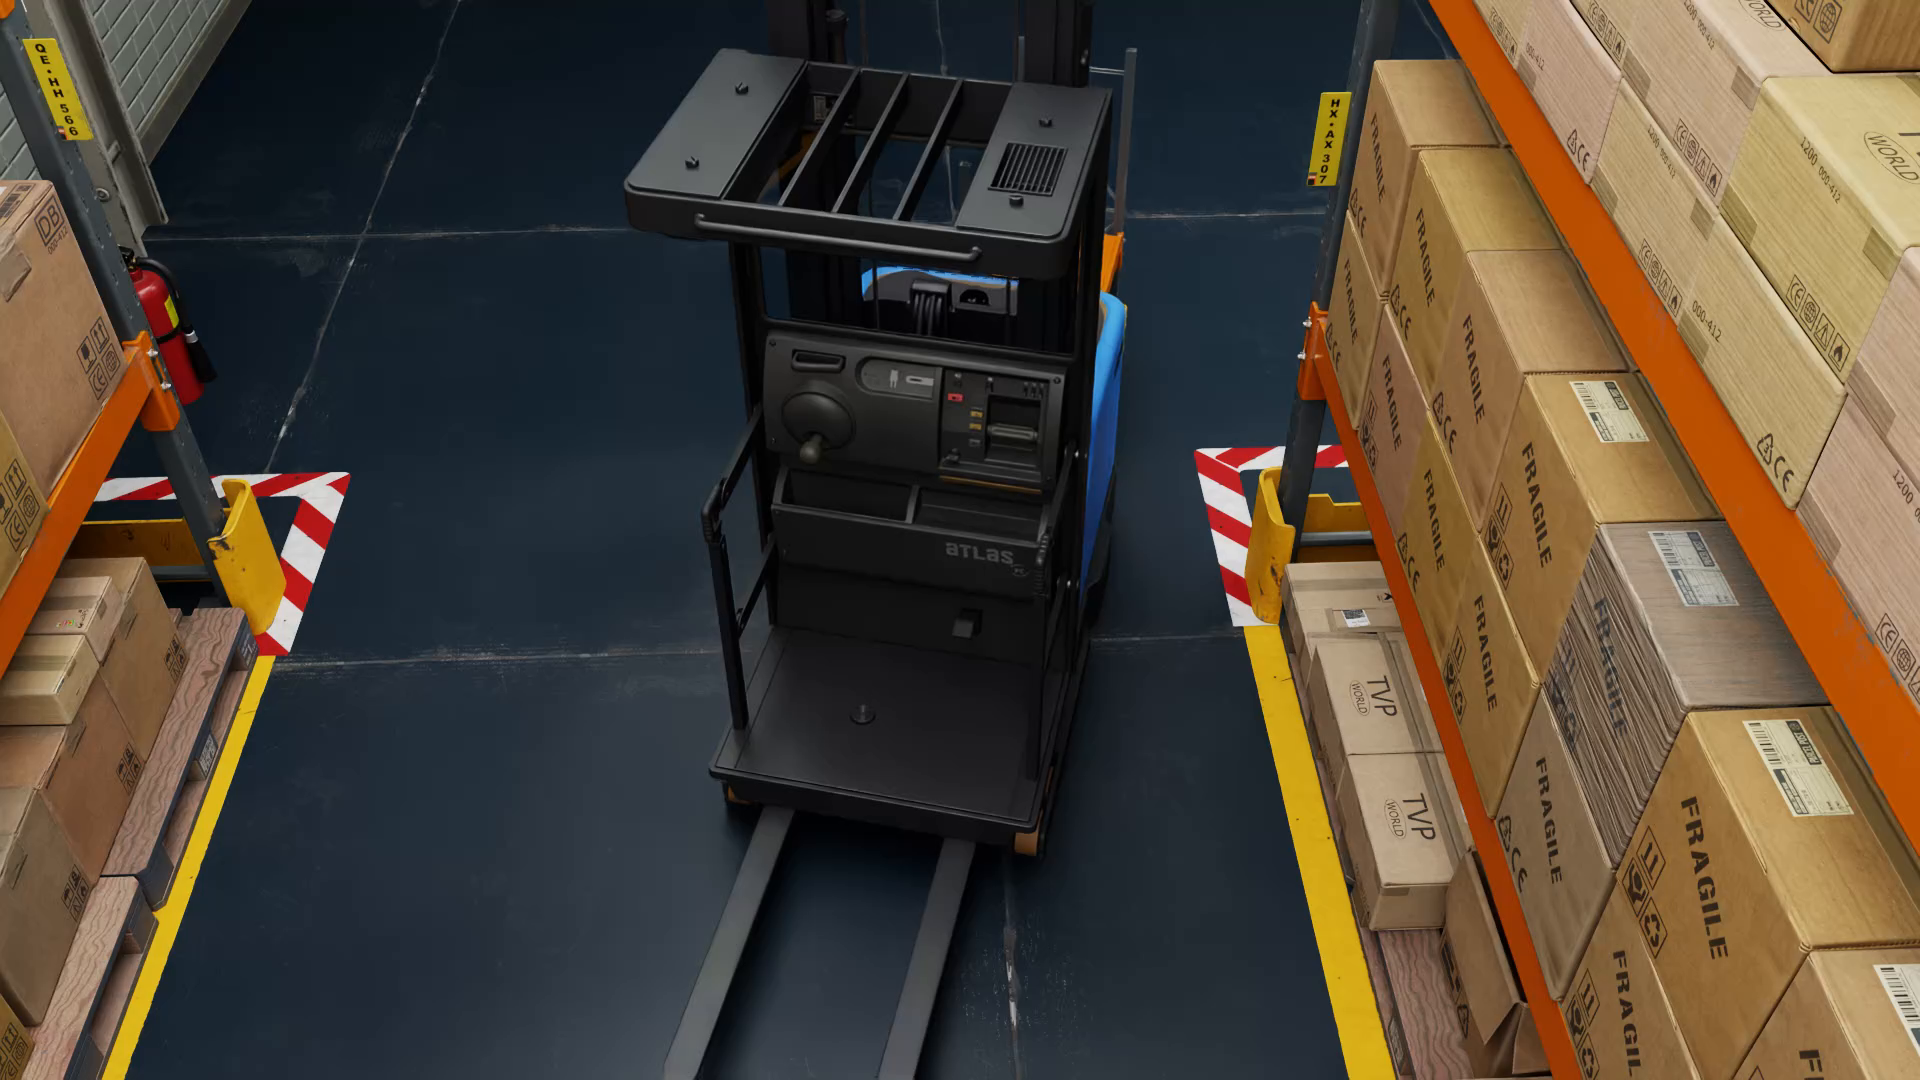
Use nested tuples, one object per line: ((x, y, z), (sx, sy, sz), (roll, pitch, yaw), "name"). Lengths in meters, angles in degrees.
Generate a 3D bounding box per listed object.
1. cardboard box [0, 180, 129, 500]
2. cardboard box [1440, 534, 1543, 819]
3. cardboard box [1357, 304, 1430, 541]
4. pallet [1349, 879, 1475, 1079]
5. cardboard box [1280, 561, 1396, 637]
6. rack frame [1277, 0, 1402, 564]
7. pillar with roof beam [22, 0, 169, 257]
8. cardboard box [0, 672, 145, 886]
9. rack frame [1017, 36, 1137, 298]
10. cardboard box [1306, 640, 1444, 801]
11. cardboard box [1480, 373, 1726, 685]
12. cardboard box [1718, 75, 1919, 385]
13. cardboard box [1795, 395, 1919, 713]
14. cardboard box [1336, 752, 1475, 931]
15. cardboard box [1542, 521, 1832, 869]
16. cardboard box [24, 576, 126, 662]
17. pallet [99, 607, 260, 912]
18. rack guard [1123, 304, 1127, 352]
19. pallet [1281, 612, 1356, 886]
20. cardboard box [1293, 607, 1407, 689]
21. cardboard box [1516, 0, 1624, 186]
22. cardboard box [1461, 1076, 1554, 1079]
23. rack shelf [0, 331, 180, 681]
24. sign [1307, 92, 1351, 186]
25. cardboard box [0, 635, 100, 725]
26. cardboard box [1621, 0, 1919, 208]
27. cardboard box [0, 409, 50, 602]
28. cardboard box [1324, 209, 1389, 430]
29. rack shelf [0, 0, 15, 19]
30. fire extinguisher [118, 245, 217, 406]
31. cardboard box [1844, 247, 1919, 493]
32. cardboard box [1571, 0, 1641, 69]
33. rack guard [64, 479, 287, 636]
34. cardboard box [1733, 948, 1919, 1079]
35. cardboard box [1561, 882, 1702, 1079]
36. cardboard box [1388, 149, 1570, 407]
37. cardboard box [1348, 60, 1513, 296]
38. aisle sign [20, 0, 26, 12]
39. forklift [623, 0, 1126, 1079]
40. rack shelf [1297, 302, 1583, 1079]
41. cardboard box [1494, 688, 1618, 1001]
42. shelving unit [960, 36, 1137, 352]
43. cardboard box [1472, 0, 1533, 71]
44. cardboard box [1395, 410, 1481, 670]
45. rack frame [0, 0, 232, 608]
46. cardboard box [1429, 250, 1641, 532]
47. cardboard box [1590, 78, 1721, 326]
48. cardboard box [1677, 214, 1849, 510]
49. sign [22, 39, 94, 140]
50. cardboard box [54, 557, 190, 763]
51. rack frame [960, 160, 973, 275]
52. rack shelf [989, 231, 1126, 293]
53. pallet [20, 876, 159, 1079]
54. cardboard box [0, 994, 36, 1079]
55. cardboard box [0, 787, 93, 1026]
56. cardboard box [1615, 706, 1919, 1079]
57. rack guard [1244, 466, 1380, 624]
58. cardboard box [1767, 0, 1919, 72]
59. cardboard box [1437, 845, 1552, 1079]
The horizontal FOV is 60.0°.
((-3.203, -0.587, 4.949), (0.980, 0.700, 0.700), (0, 43, 0), "cardboard box")
((1.535, 0.330, 4.096), (0.500, 0.500, 0.500), (-1, 43, -1), "cardboard box")
((1.497, -0.347, 4.834), (0.500, 0.500, 0.500), (-2, 43, -2), "cardboard box")
((1.802, 1.474, 4.986), (1.003, 0.211, 1.213), (-2, 43, -2), "pallet")
((1.389, 0.216, 6.079), (0.380, 0.149, 0.250), (-2, 43, -2), "cardboard box")
((1.715, -0.965, 5.583), (1.000, 3.000, 0.127), (-2, 43, -2), "rack frame")
((0.088, -4.953, 5.494), (9.100, 9.000, 0.400), (-2, 43, -2), "pillar with roof beam")
((-3.083, 0.754, 5.247), (0.700, 0.500, 0.500), (-2, 43, -2), "cardboard box")
((0.466, -1.451, 7.223), (0.500, 1.500, 0.032), (9, 43, 9), "rack frame")
((1.476, 0.599, 5.586), (0.500, 0.250, 0.500), (-2, 43, -2), "cardboard box")
((1.539, -0.030, 3.749), (0.500, 0.500, 0.500), (-2, 43, -2), "cardboard box")
((1.556, -0.495, 2.592), (0.500, 0.250, 0.500), (-2, 43, -2), "cardboard box")
((1.588, 0.026, 2.393), (0.500, 0.250, 0.500), (-2, 43, -2), "cardboard box")
((1.497, 0.937, 5.218), (0.500, 0.250, 0.500), (-2, 43, -2), "cardboard box")
((1.559, 0.310, 3.378), (0.500, 0.500, 0.500), (-1, 43, -1), "cardboard box")
((-2.917, 0.258, 5.307), (0.380, 0.149, 0.250), (-2, 43, -2), "cardboard box")
((-3.122, 0.745, 5.781), (1.003, 0.211, 1.213), (-2, 43, -2), "pallet")
((0.465, -0.990, 7.645), (0.587, 0.250, 0.087), (9, 43, 9), "rack guard")
((1.753, 0.652, 5.882), (1.003, 0.211, 1.213), (-2, 43, -2), "pallet")
((1.400, 0.378, 5.888), (0.380, 0.166, 0.250), (-2, 43, -2), "cardboard box")
((1.514, -0.986, 3.497), (0.500, 0.250, 0.500), (-2, 43, -2), "cardboard box")
((1.545, 1.681, 4.360), (0.500, 0.311, 0.500), (-2, 43, -2), "cardboard box")
((-3.149, 0.795, 4.195), (1.077, 0.370, 4.000), (-2, 43, -2), "rack shelf")
((1.173, -1.269, 5.273), (0.100, 0.325, 0.005), (-2, 43, -2), "sign")
((-2.906, 0.431, 5.119), (0.380, 0.149, 0.250), (-1, 43, -1), "cardboard box")
((1.535, -0.833, 2.960), (0.500, 0.250, 0.500), (-2, 43, -2), "cardboard box")
((-3.161, -0.096, 4.413), (0.980, 0.700, 0.700), (-2, 43, -2), "cardboard box")
((1.470, -0.695, 5.214), (0.500, 0.500, 0.500), (-1, 43, -1), "cardboard box")
((-3.149, -0.311, 3.182), (1.077, 0.370, 4.000), (-2, 43, -2), "rack shelf")
((-2.780, -0.770, 5.703), (0.296, 0.674, 0.183), (-2, 43, -2), "fire extinguisher")
((1.575, -0.158, 2.223), (0.500, 0.250, 0.500), (-2, 43, -2), "cardboard box")
((1.518, -1.171, 3.328), (0.500, 0.250, 0.500), (-2, 43, -2), "cardboard box")
((-3.235, 0.085, 6.288), (1.175, 0.500, 0.348), (-2, 43, -2), "rack guard")
((1.605, 0.996, 2.630), (0.500, 0.500, 0.500), (-1, 43, -2), "cardboard box")
((1.584, 1.020, 3.343), (0.500, 0.500, 0.500), (-1, 43, -1), "cardboard box")
((1.500, -0.711, 4.492), (0.500, 0.500, 0.500), (-1, 43, -1), "cardboard box")
((1.470, -1.063, 4.876), (0.500, 0.500, 0.500), (0, 43, 0), "cardboard box")
((-2.938, -1.836, 4.609), (0.394, 0.787, 0.004), (-2, 43, -2), "aisle sign")
((-0.191, -0.304, 4.913), (1.130, 2.935, 3.031), (9, 43, 9), "forklift")
((1.800, 0.650, 4.353), (1.077, 0.370, 4.000), (-2, 43, -2), "rack shelf")
((1.560, 0.674, 3.721), (0.500, 0.500, 0.500), (-1, 43, -1), "cardboard box")
((0.358, -1.122, 6.864), (0.587, 1.500, 1.083), (9, 43, 9), "shelving unit")
((1.491, -1.324, 3.865), (0.500, 0.250, 0.500), (-2, 43, -2), "cardboard box")
((1.516, -0.008, 4.465), (0.500, 0.500, 0.500), (-2, 43, -2), "cardboard box")
((-3.234, -0.820, 5.425), (1.000, 3.000, 0.127), (-2, 43, -2), "rack frame")
((1.516, -0.373, 4.123), (0.500, 0.500, 0.500), (-1, 43, -1), "cardboard box")
((1.541, -0.649, 3.129), (0.500, 0.250, 0.500), (-2, 43, -2), "cardboard box")
((1.558, -0.311, 2.761), (0.500, 0.250, 0.500), (-2, 43, -2), "cardboard box")
((-2.692, -1.341, 4.961), (0.100, 0.325, 0.005), (-2, 43, -2), "sign")
((-3.105, 0.416, 5.616), (0.700, 0.500, 0.500), (-2, 43, -2), "cardboard box")
((0.246, -0.780, 6.492), (0.500, 1.500, 0.032), (9, 43, 9), "rack frame")
((0.356, -0.983, 6.979), (0.538, 0.185, 1.000), (9, 43, 9), "rack shelf")
((-3.073, 1.567, 4.885), (1.003, 0.211, 1.213), (-2, 43, -2), "pallet")
((-3.031, 1.453, 4.484), (0.700, 0.500, 0.500), (-1, 43, -1), "cardboard box")
((-3.061, 1.093, 4.877), (0.700, 0.500, 0.500), (-3, 43, -3), "cardboard box")
((1.580, 0.650, 3.007), (0.500, 0.500, 0.500), (-2, 43, -3), "cardboard box")
((1.718, 0.008, 6.372), (1.175, 0.500, 0.348), (-2, 43, -2), "rack guard")
((1.746, -1.115, 2.713), (0.700, 0.500, 0.500), (-2, 43, -2), "cardboard box")
((1.800, 1.225, 4.715), (0.797, 0.503, 0.637), (-2, 43, -2), "cardboard box")
